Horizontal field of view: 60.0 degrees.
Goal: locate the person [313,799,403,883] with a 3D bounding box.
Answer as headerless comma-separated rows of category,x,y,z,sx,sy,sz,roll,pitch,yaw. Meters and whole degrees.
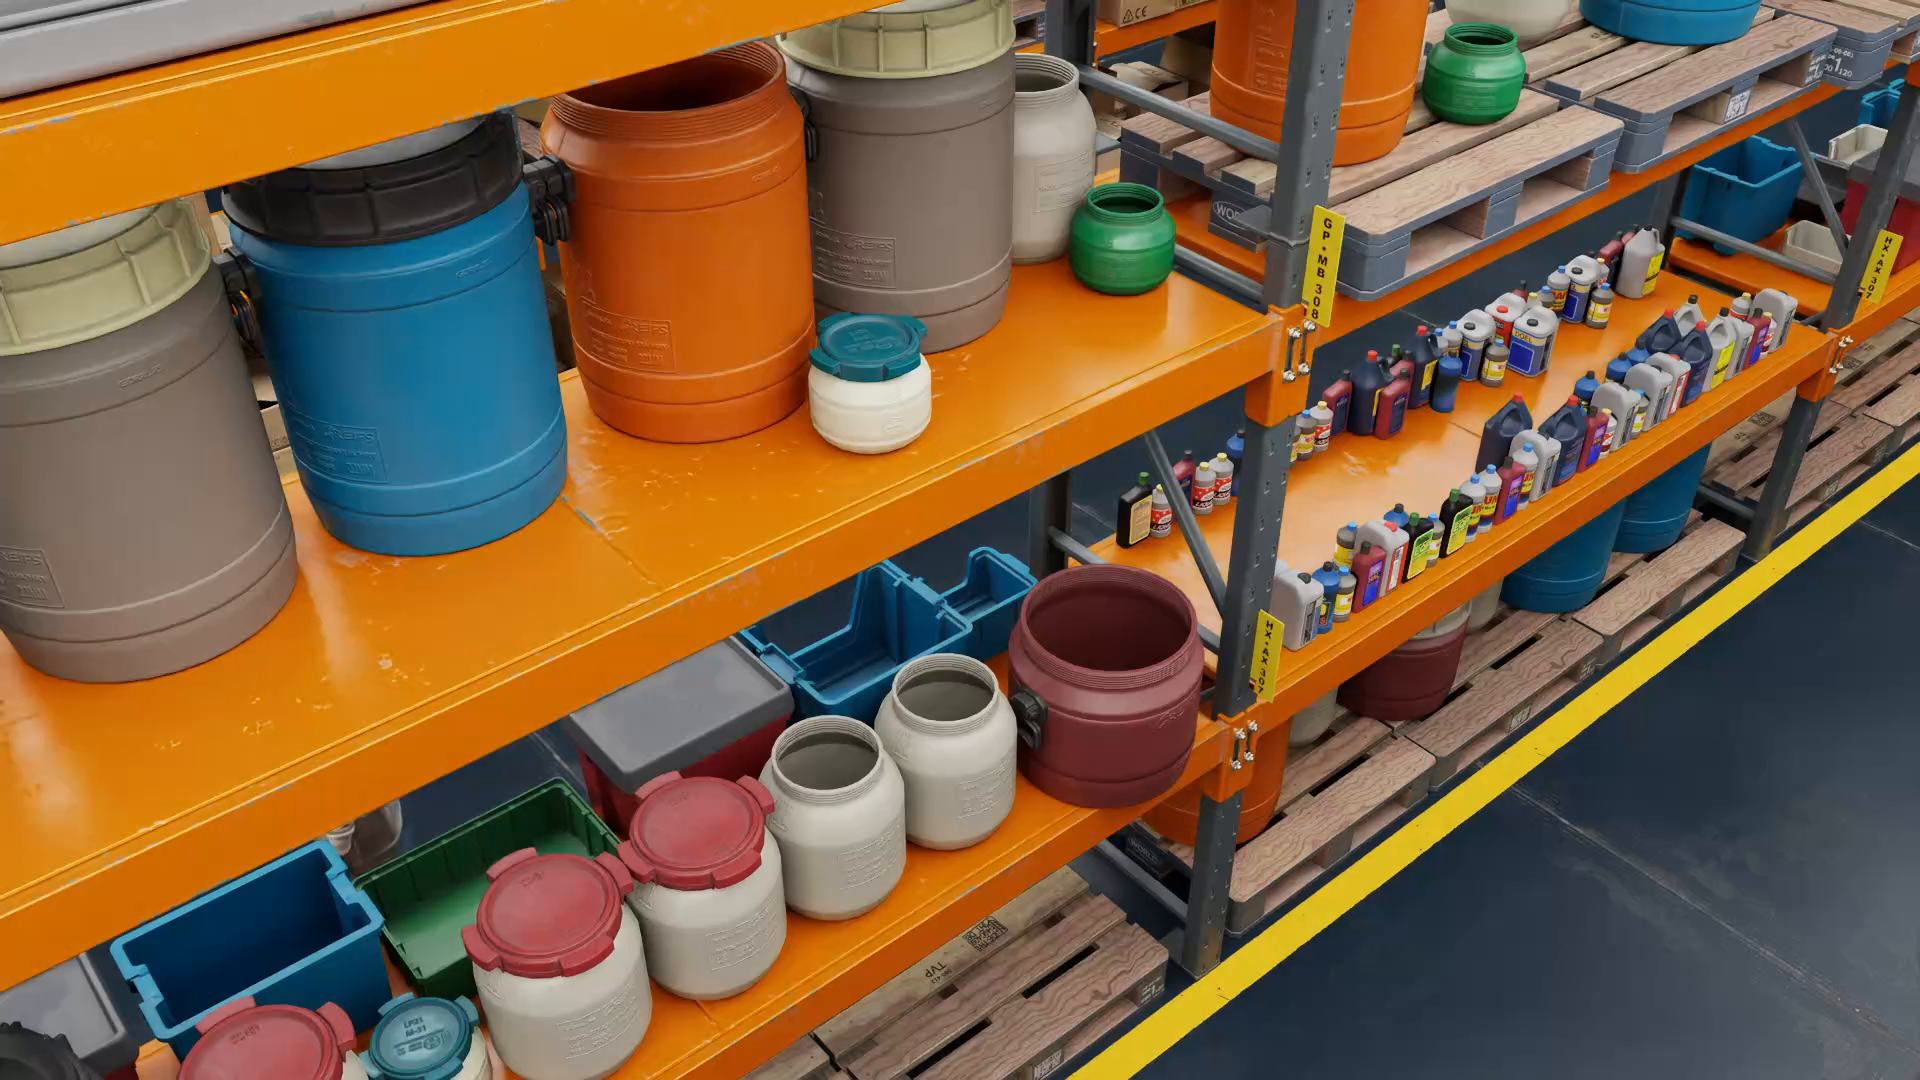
person,-2.067,0.996,5.683,0.427,1.592,0.449,-9,37,-12
